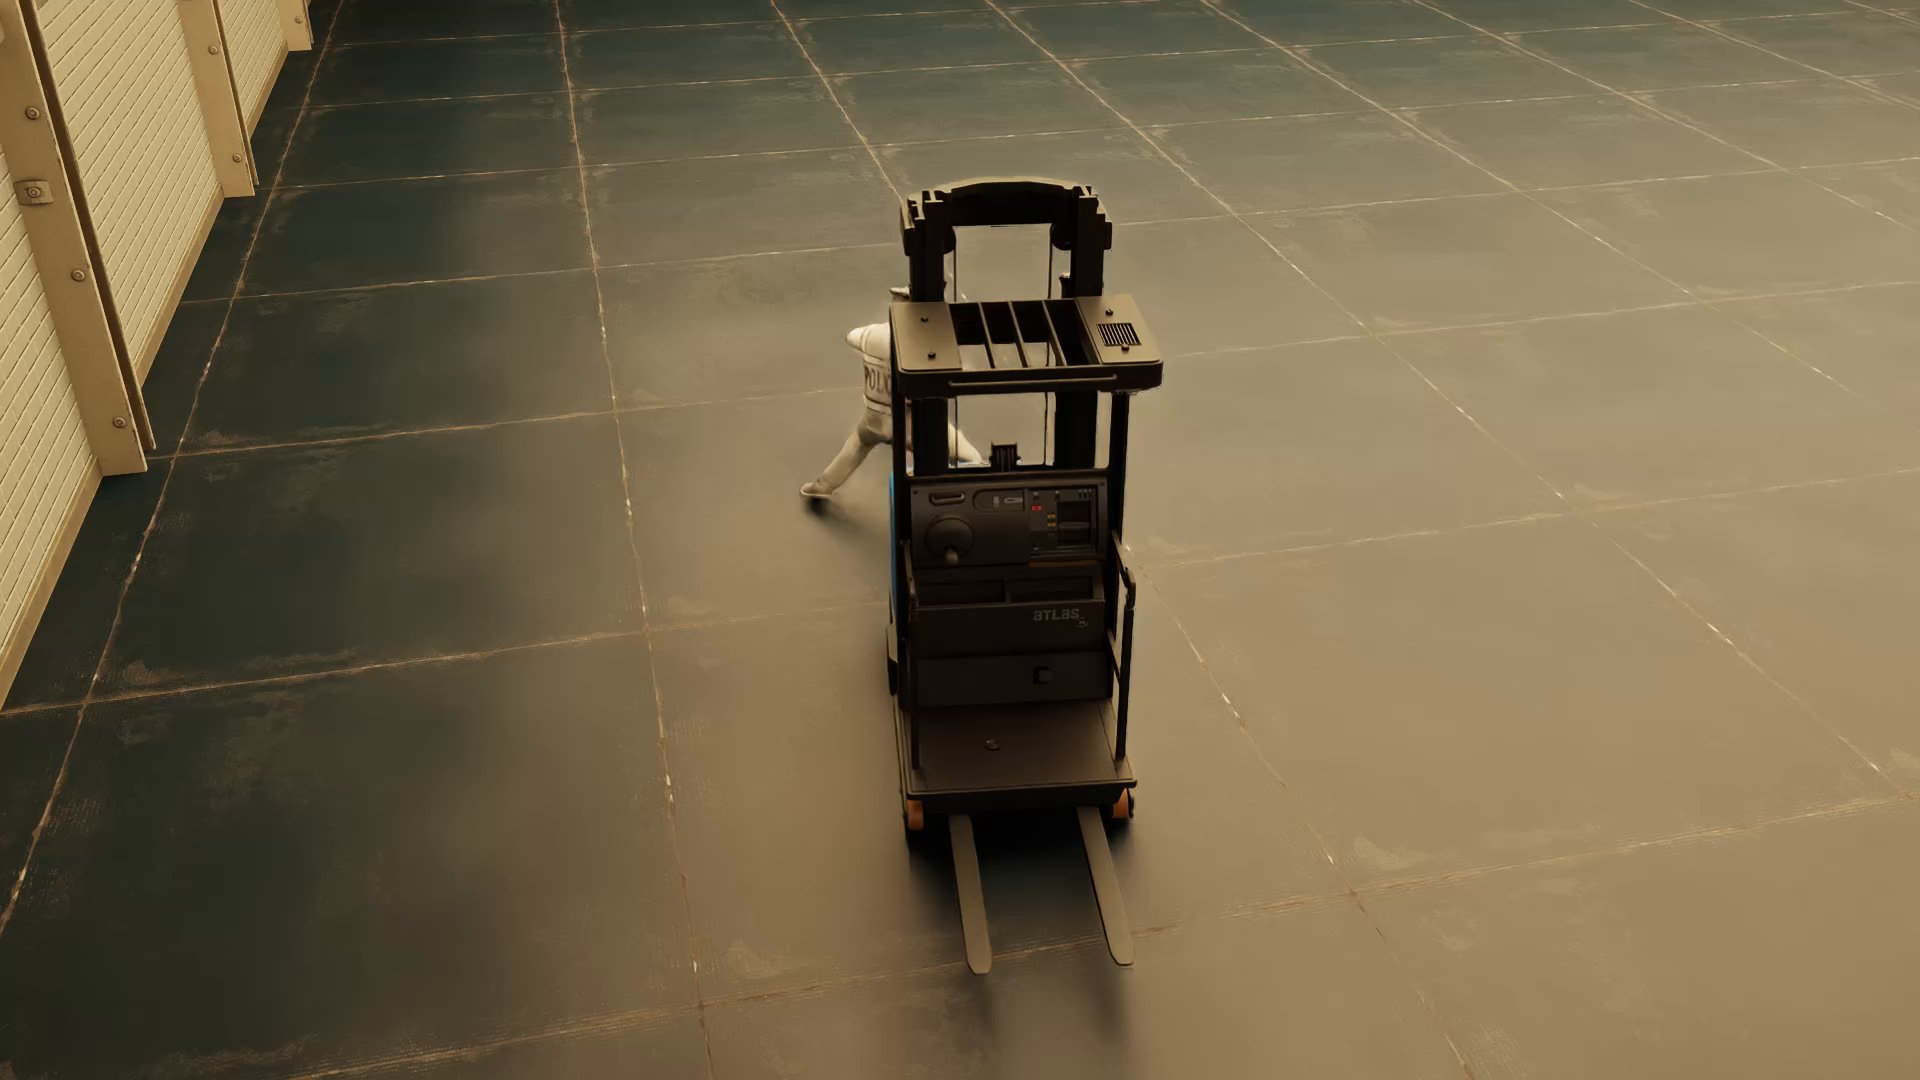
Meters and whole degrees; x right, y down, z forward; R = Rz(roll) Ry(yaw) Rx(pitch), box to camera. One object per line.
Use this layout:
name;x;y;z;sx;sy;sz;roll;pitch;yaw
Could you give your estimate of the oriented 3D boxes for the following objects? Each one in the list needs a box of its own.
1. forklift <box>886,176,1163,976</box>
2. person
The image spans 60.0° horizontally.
forklift;0.254;-0.035;7.636;1.130;2.935;3.031;-3;30;-5
person;-0.335;-0.896;10.500;1.320;1.546;0.838;20;36;30
